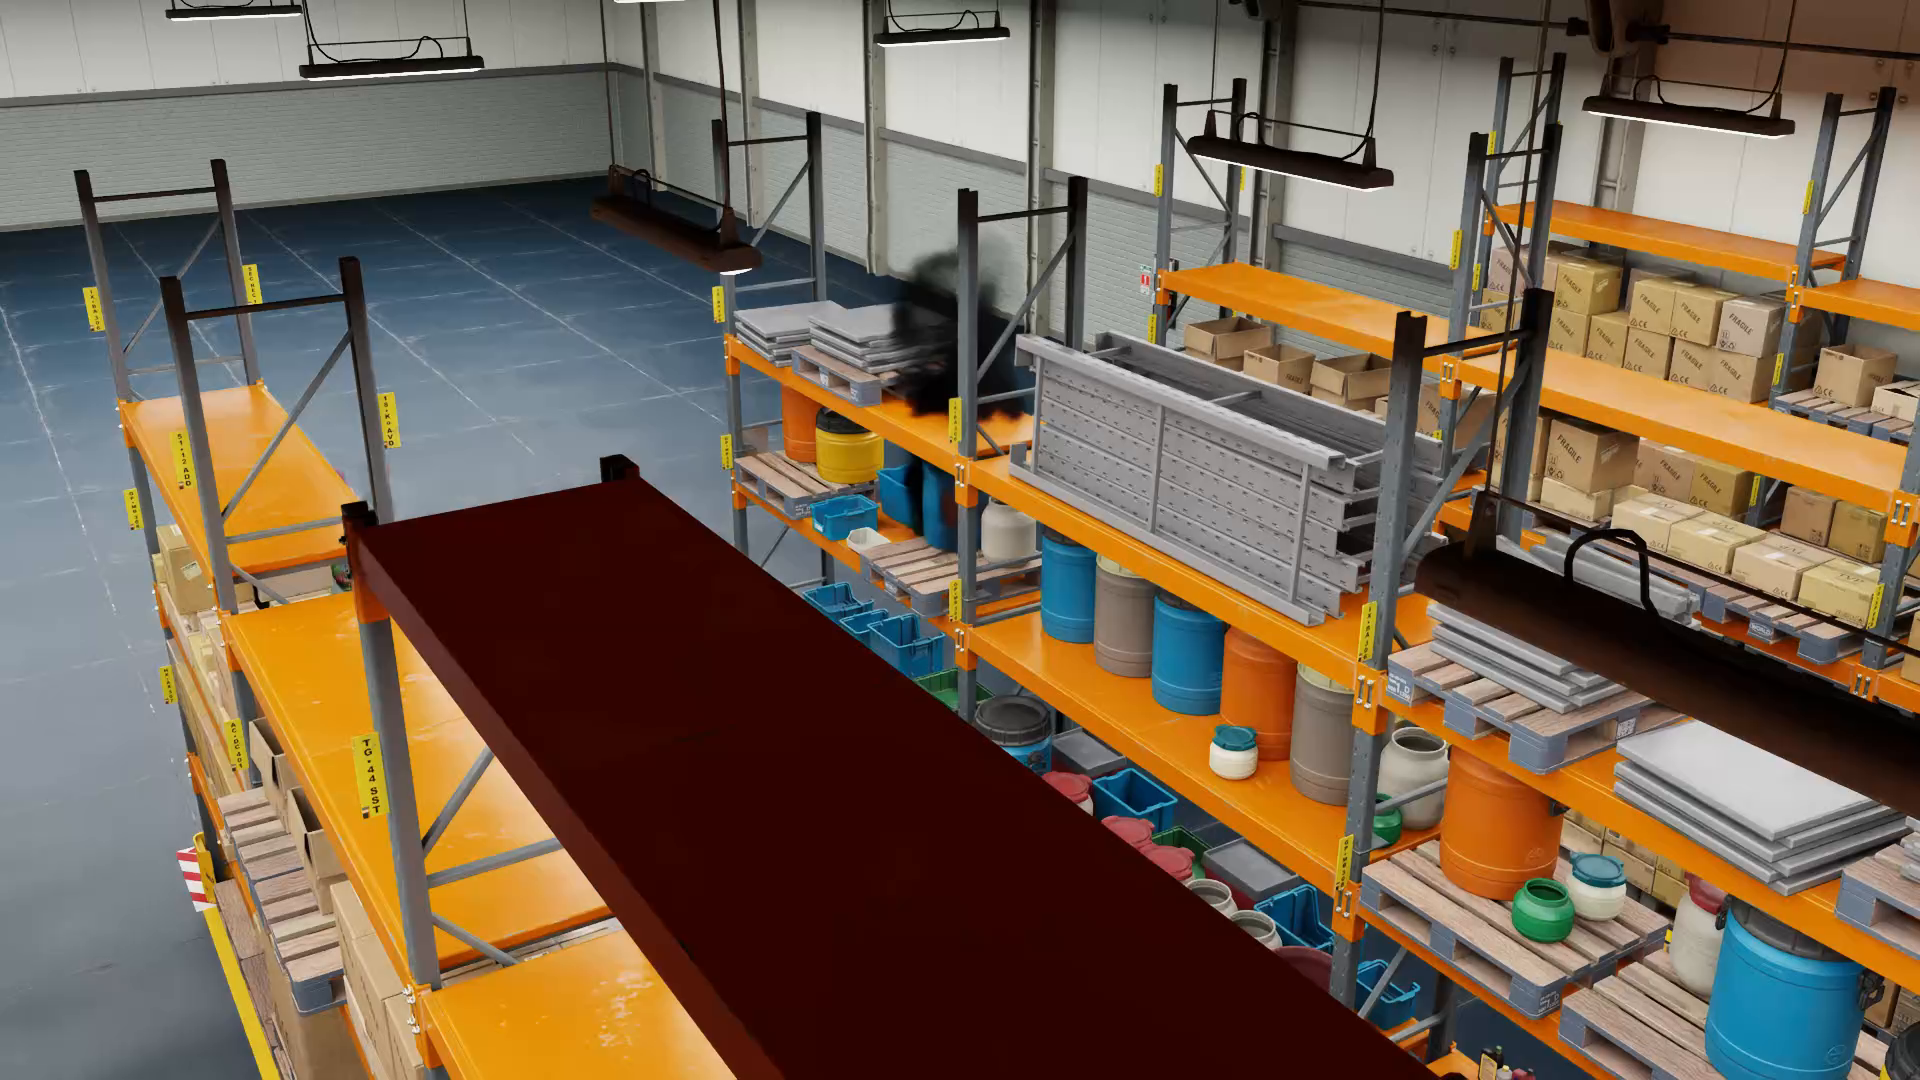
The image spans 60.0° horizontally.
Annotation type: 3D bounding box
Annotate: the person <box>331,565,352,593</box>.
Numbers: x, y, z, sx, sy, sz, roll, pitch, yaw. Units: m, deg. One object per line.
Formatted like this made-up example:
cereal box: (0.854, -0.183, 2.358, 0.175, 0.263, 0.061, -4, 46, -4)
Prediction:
person: (-7.395, -0.013, 19.017, 0.813, 1.830, 0.631, -2, 22, -6)

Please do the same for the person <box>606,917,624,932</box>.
person: (-2.463, 2.797, 11.430, 0.694, 1.666, 0.580, -16, 27, -35)
